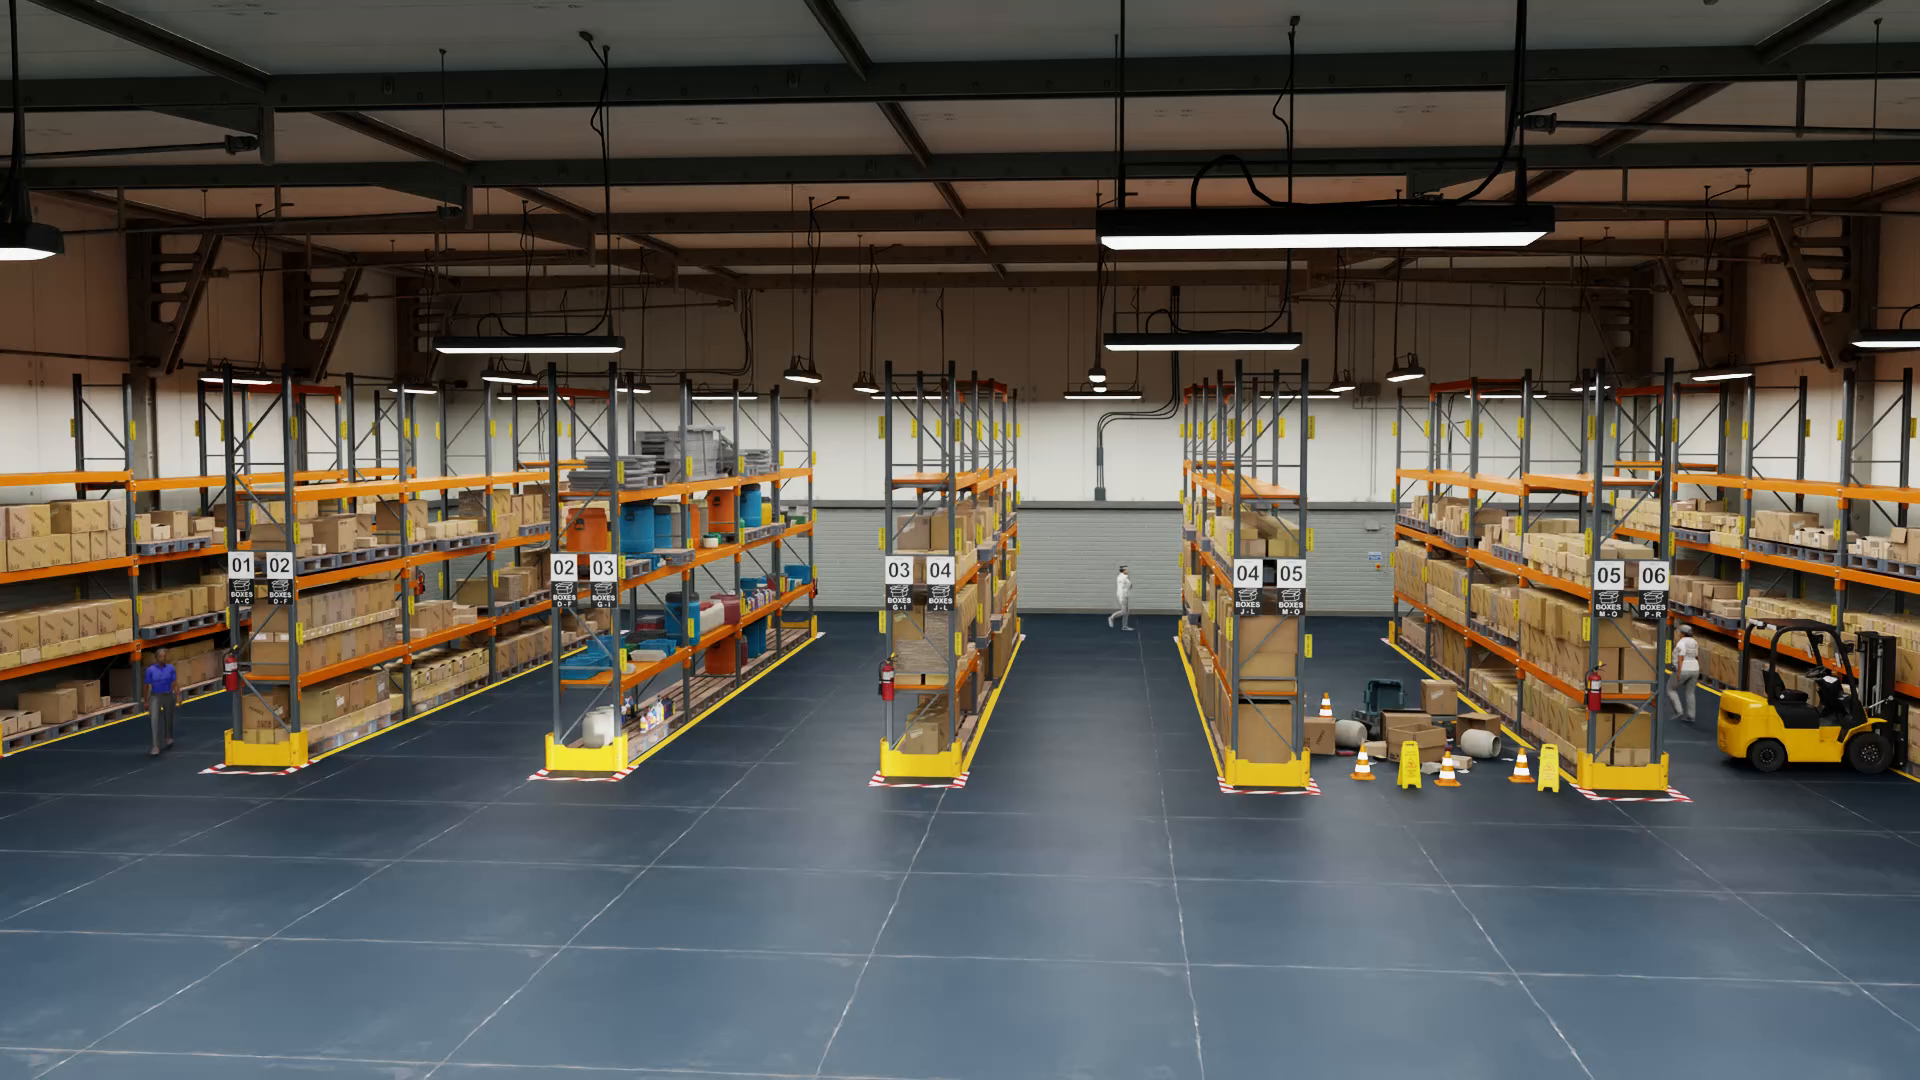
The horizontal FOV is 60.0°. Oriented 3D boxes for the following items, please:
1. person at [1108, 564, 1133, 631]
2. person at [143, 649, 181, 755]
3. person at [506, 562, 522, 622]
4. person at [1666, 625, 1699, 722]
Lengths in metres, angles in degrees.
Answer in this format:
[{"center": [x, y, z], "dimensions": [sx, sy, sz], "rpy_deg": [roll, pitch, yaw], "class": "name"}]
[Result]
[{"center": [4.025, 1.432, 41.500], "dimensions": [0.587, 1.660, 0.528], "rpy_deg": [2, 4, 26], "class": "person"}, {"center": [-12.417, 2.474, 25.878], "dimensions": [0.530, 1.582, 1.076], "rpy_deg": [-2, 4, -24], "class": "person"}, {"center": [-11.356, 1.387, 41.947], "dimensions": [1.015, 1.655, 0.510], "rpy_deg": [-1, 4, -8], "class": "person"}, {"center": [12.476, 2.296, 28.624], "dimensions": [0.517, 1.674, 0.438], "rpy_deg": [-1, 4, -19], "class": "person"}]
